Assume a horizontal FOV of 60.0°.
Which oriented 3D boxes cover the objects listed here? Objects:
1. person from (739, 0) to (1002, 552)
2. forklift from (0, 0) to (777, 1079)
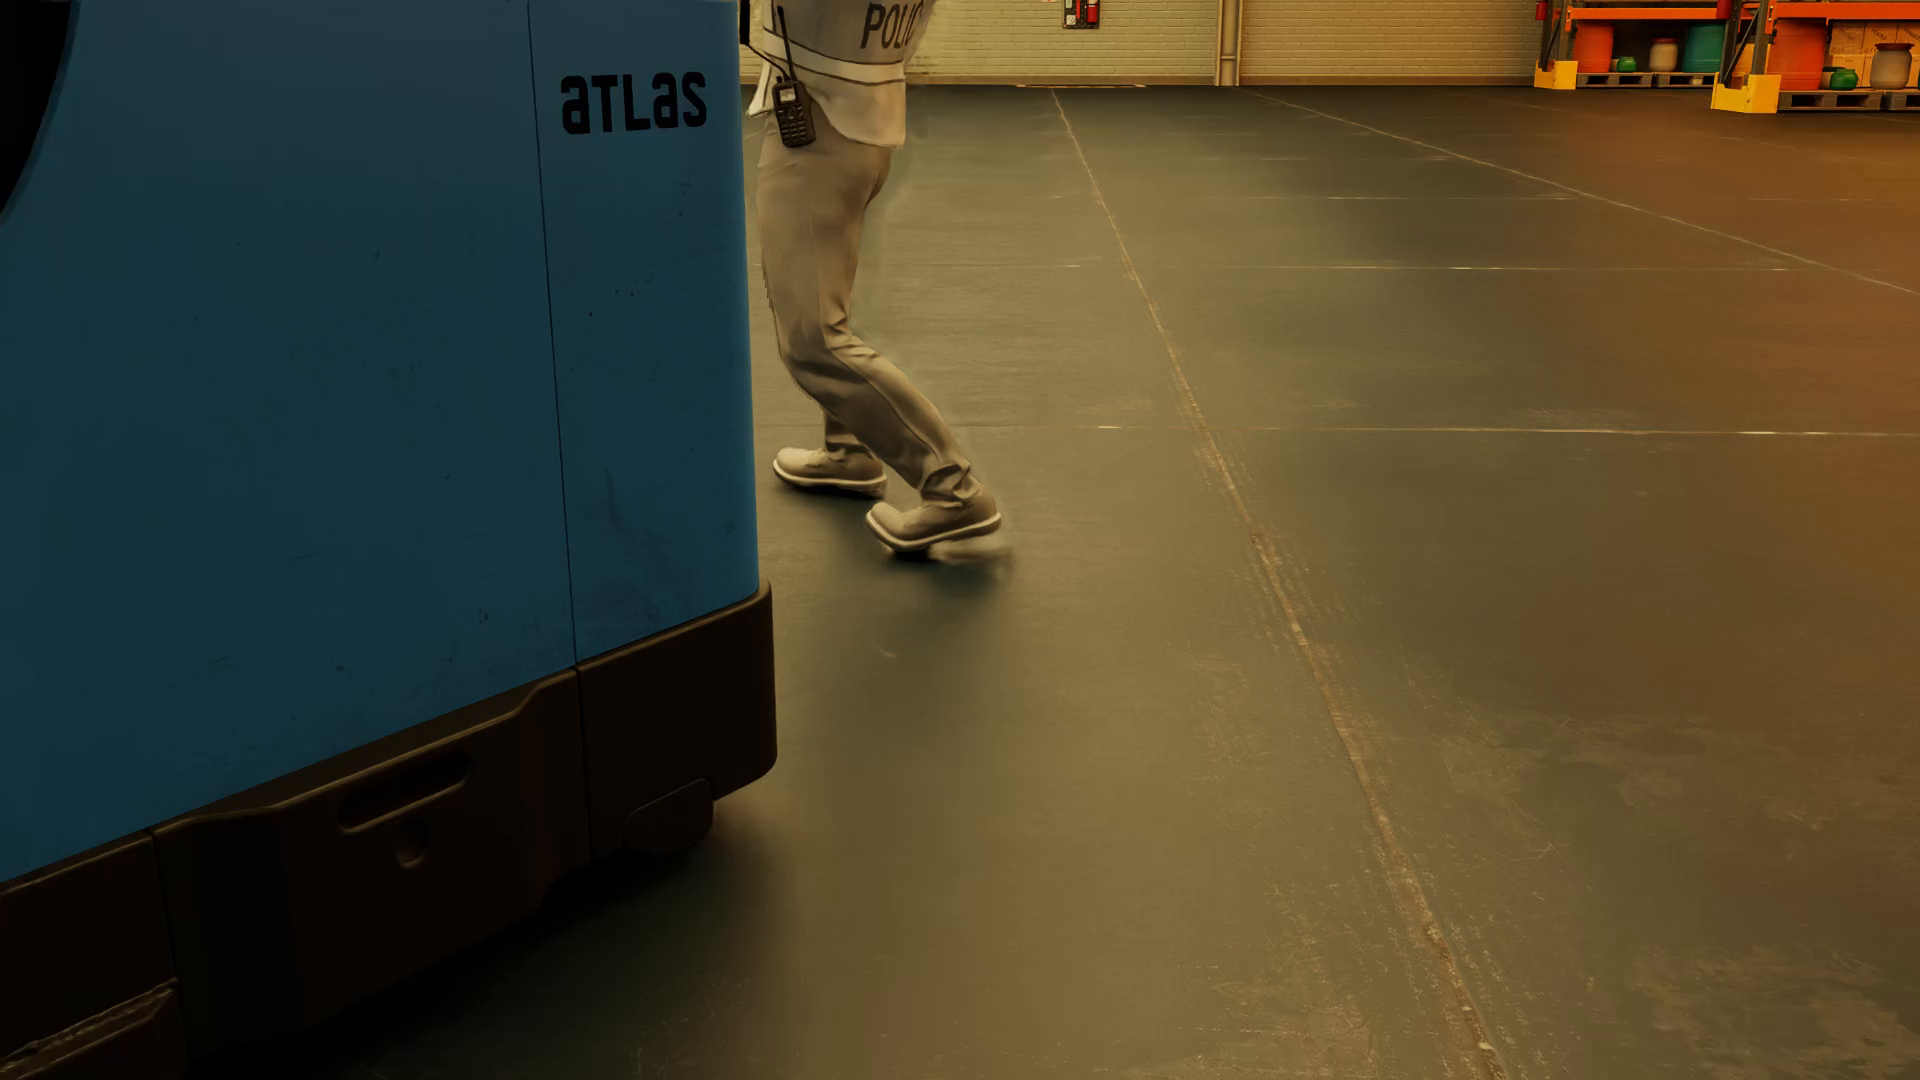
[{"bbox_3d":[-0.266,-0.815,3.383,0.829,1.526,0.774,3,18,10],"label":"person"},{"bbox_3d":[-1.527,-0.781,0.943,1.130,2.935,3.031,13,21,35],"label":"forklift"}]
